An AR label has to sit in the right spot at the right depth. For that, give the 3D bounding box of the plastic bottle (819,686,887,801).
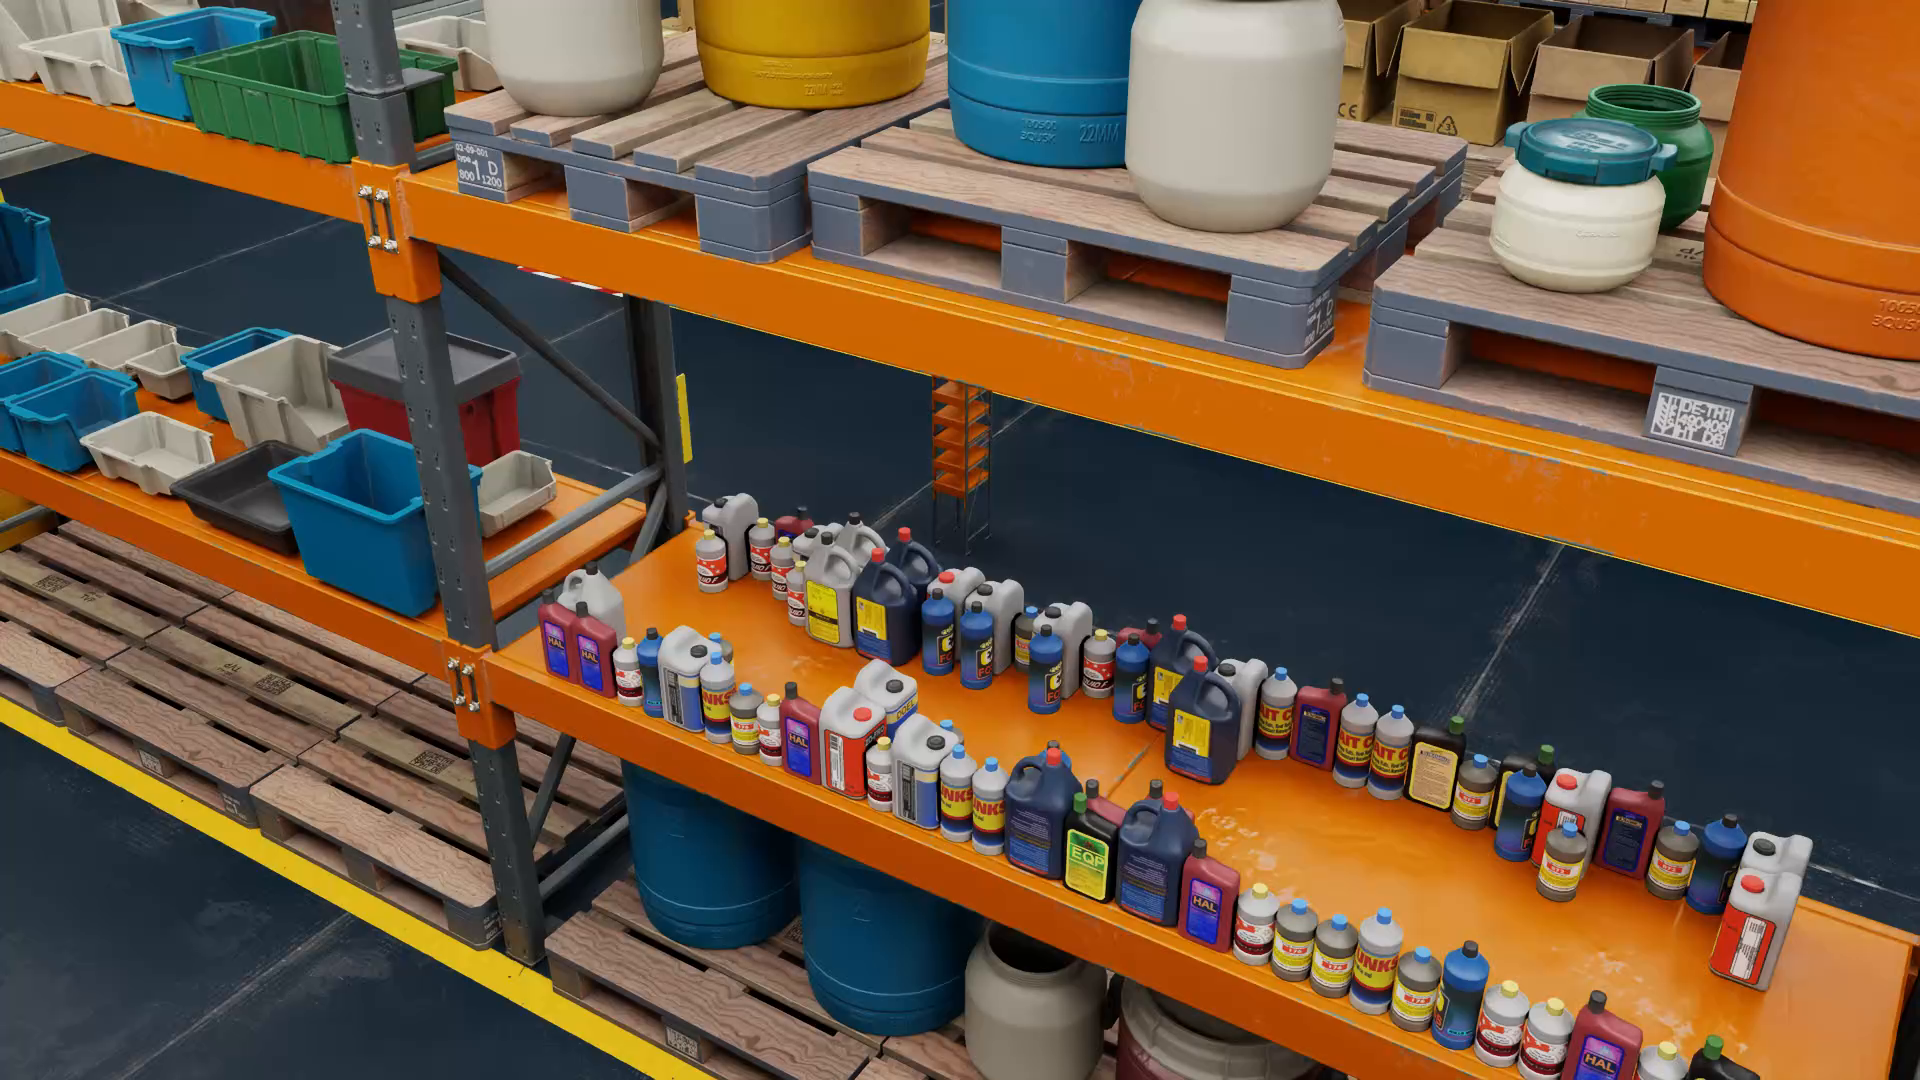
[{"bbox_3d":[-0.283,0.539,4.472,0.135,0.276,0.152,18,35,27],"label":"plastic bottle"}]

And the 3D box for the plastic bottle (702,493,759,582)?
[{"bbox_3d":[-0.751,-0.028,5.444,0.135,0.276,0.152,18,35,27],"label":"plastic bottle"}]

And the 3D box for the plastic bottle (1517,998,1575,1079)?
[{"bbox_3d":[1.278,1.081,3.617,0.097,0.201,0.097,0,30,0],"label":"plastic bottle"}]

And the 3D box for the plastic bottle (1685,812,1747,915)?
[{"bbox_3d":[1.853,0.781,4.062,0.097,0.271,0.097,0,30,0],"label":"plastic bottle"}]

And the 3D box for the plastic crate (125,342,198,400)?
[{"bbox_3d":[-3.111,-0.672,6.628,0.250,0.136,0.298,18,35,27],"label":"plastic crate"}]

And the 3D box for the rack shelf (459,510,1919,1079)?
[{"bbox_3d":[0.437,0.797,4.620,4.000,0.370,1.077,18,35,27],"label":"rack shelf"}]

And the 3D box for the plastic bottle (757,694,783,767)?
[{"bbox_3d":[-0.509,0.516,4.586,0.097,0.201,0.097,0,30,0],"label":"plastic bottle"}]

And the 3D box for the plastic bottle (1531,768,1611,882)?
[{"bbox_3d":[1.544,0.698,4.200,0.135,0.276,0.152,18,35,27],"label":"plastic bottle"}]

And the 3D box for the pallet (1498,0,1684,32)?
[{"bbox_3d":[4.669,-3.903,12.154,1.213,0.211,1.003,18,35,27],"label":"pallet"}]

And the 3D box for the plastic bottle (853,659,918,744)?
[{"bbox_3d":[-0.202,0.474,4.584,0.135,0.276,0.152,18,35,27],"label":"plastic bottle"}]

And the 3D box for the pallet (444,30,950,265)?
[{"bbox_3d":[-0.541,-1.095,4.361,1.003,0.211,1.213,18,35,27],"label":"pallet"}]

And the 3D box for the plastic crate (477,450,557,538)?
[{"bbox_3d":[-1.575,-0.147,5.727,0.243,0.136,0.396,18,35,27],"label":"plastic crate"}]

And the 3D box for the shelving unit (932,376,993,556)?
[{"bbox_3d":[0.012,-0.514,7.941,0.189,1.200,0.258,18,35,27],"label":"shelving unit"}]

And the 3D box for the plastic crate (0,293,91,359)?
[{"bbox_3d":[-3.858,-0.892,7.004,0.243,0.136,0.396,18,35,27],"label":"plastic crate"}]

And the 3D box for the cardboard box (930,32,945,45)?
[{"bbox_3d":[-0.156,-2.872,10.049,0.500,0.250,0.500,18,35,27],"label":"cardboard box"}]

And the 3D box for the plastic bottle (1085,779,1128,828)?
[{"bbox_3d":[0.356,0.729,4.139,0.133,0.283,0.061,18,35,27],"label":"plastic bottle"}]

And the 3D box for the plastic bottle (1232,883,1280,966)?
[{"bbox_3d":[0.701,0.899,3.930,0.097,0.201,0.097,0,30,0],"label":"plastic bottle"}]

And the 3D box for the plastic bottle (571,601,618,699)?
[{"bbox_3d":[-1.060,0.317,4.845,0.133,0.283,0.061,18,35,27],"label":"plastic bottle"}]

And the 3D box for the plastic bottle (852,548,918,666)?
[{"bbox_3d":[-0.225,0.190,4.997,0.185,0.351,0.144,18,35,27],"label":"plastic bottle"}]

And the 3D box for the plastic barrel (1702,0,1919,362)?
[{"bbox_3d":[1.652,-0.793,2.814,0.708,0.830,0.600,18,35,27],"label":"plastic barrel"}]

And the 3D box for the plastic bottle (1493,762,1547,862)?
[{"bbox_3d":[1.428,0.683,4.230,0.097,0.271,0.097,0,30,0],"label":"plastic bottle"}]

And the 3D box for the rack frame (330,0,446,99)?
[{"bbox_3d":[-1.257,-2.640,3.846,0.127,3.000,1.000,18,35,27],"label":"rack frame"}]

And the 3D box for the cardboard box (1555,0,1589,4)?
[{"bbox_3d":[4.426,-3.952,11.880,0.250,0.149,0.380,18,35,28],"label":"cardboard box"}]

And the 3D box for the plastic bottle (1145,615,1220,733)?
[{"bbox_3d":[0.628,0.374,4.681,0.185,0.351,0.144,18,35,27],"label":"plastic bottle"}]

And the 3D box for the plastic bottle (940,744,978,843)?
[{"bbox_3d":[-0.003,0.646,4.294,0.097,0.271,0.097,0,30,0],"label":"plastic bottle"}]

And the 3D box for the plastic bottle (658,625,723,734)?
[{"bbox_3d":[-0.758,0.389,4.730,0.135,0.276,0.152,18,35,27],"label":"plastic bottle"}]

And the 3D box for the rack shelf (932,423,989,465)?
[{"bbox_3d":[0.012,-0.476,7.963,0.180,0.103,0.258,18,35,27],"label":"rack shelf"}]

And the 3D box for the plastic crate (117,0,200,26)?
[{"bbox_3d":[-2.763,-1.855,5.738,0.530,0.136,0.437,18,35,27],"label":"plastic crate"}]

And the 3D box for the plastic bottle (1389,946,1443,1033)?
[{"bbox_3d":[1.031,1.003,3.751,0.097,0.201,0.097,0,30,0],"label":"plastic bottle"}]

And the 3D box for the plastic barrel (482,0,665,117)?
[{"bbox_3d":[-0.945,-1.337,4.037,0.433,0.535,0.433,0,30,0],"label":"plastic barrel"}]

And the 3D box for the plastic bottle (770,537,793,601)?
[{"bbox_3d":[-0.558,0.085,5.324,0.097,0.201,0.097,0,30,0],"label":"plastic bottle"}]

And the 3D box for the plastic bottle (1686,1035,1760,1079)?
[{"bbox_3d":[1.561,1.147,3.424,0.133,0.283,0.061,18,35,27],"label":"plastic bottle"}]

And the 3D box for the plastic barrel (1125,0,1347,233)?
[{"bbox_3d":[0.549,-0.924,3.329,0.433,0.535,0.433,0,30,0],"label":"plastic barrel"}]

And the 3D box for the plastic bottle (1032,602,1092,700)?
[{"bbox_3d":[0.296,0.303,4.877,0.135,0.276,0.152,18,35,27],"label":"plastic bottle"}]

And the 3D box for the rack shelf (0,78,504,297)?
[{"bbox_3d":[-2.951,-1.570,5.701,4.000,0.370,1.077,18,35,27],"label":"rack shelf"}]

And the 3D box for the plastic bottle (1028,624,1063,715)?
[{"bbox_3d":[0.245,0.363,4.778,0.097,0.271,0.097,0,30,0],"label":"plastic bottle"}]

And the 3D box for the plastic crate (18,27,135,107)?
[{"bbox_3d":[-2.537,-1.409,4.974,0.466,0.136,0.293,18,35,27],"label":"plastic crate"}]

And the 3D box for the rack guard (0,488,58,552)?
[{"bbox_3d":[-4.672,-0.042,7.826,0.348,0.500,1.175,18,35,27],"label":"rack guard"}]

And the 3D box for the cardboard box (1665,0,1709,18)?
[{"bbox_3d":[5.063,-3.748,11.530,0.250,0.149,0.380,16,34,25],"label":"cardboard box"}]

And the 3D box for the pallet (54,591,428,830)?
[{"bbox_3d":[-2.938,0.648,6.929,1.213,0.211,1.003,18,35,27],"label":"pallet"}]

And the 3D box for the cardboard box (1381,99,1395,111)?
[{"bbox_3d":[2.333,-2.062,8.709,0.500,0.500,0.500,19,35,29],"label":"cardboard box"}]

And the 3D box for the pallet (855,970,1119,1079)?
[{"bbox_3d":[0.412,1.706,5.116,1.213,0.211,1.003,18,35,27],"label":"pallet"}]

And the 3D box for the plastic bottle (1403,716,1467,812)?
[{"bbox_3d":[1.260,0.578,4.399,0.133,0.283,0.061,18,35,27],"label":"plastic bottle"}]

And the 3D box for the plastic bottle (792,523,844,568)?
[{"bbox_3d":[-0.442,0.070,5.277,0.135,0.276,0.152,18,35,27],"label":"plastic bottle"}]

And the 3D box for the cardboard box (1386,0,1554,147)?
[{"bbox_3d":[2.497,-2.283,8.092,0.637,0.503,0.797,18,35,28],"label":"cardboard box"}]

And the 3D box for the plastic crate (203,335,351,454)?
[{"bbox_3d":[-2.452,-0.512,6.208,0.530,0.282,0.437,18,35,27],"label":"plastic crate"}]

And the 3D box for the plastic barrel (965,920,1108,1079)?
[{"bbox_3d":[0.225,1.376,4.967,0.421,0.512,0.421,0,30,0],"label":"plastic barrel"}]

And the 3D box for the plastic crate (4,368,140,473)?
[{"bbox_3d":[-3.242,-0.435,6.125,0.300,0.233,0.416,18,35,27],"label":"plastic crate"}]

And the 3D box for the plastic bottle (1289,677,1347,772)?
[{"bbox_3d":[0.982,0.490,4.549,0.133,0.283,0.061,18,35,27],"label":"plastic bottle"}]

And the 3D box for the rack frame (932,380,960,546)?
[{"bbox_3d":[-0.065,-0.539,7.983,0.006,1.200,0.240,18,35,27],"label":"rack frame"}]

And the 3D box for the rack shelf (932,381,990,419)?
[{"bbox_3d":[0.012,-0.683,7.842,0.180,0.103,0.258,18,35,27],"label":"rack shelf"}]

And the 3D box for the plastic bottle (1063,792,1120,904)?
[{"bbox_3d":[0.324,0.755,4.095,0.133,0.283,0.061,18,35,27],"label":"plastic bottle"}]

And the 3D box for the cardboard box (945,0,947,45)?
[{"bbox_3d":[0.250,-3.061,9.629,0.500,0.500,0.500,16,34,26],"label":"cardboard box"}]

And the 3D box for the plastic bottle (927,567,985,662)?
[{"bbox_3d":[-0.015,0.205,5.045,0.135,0.276,0.152,18,35,27],"label":"plastic bottle"}]
